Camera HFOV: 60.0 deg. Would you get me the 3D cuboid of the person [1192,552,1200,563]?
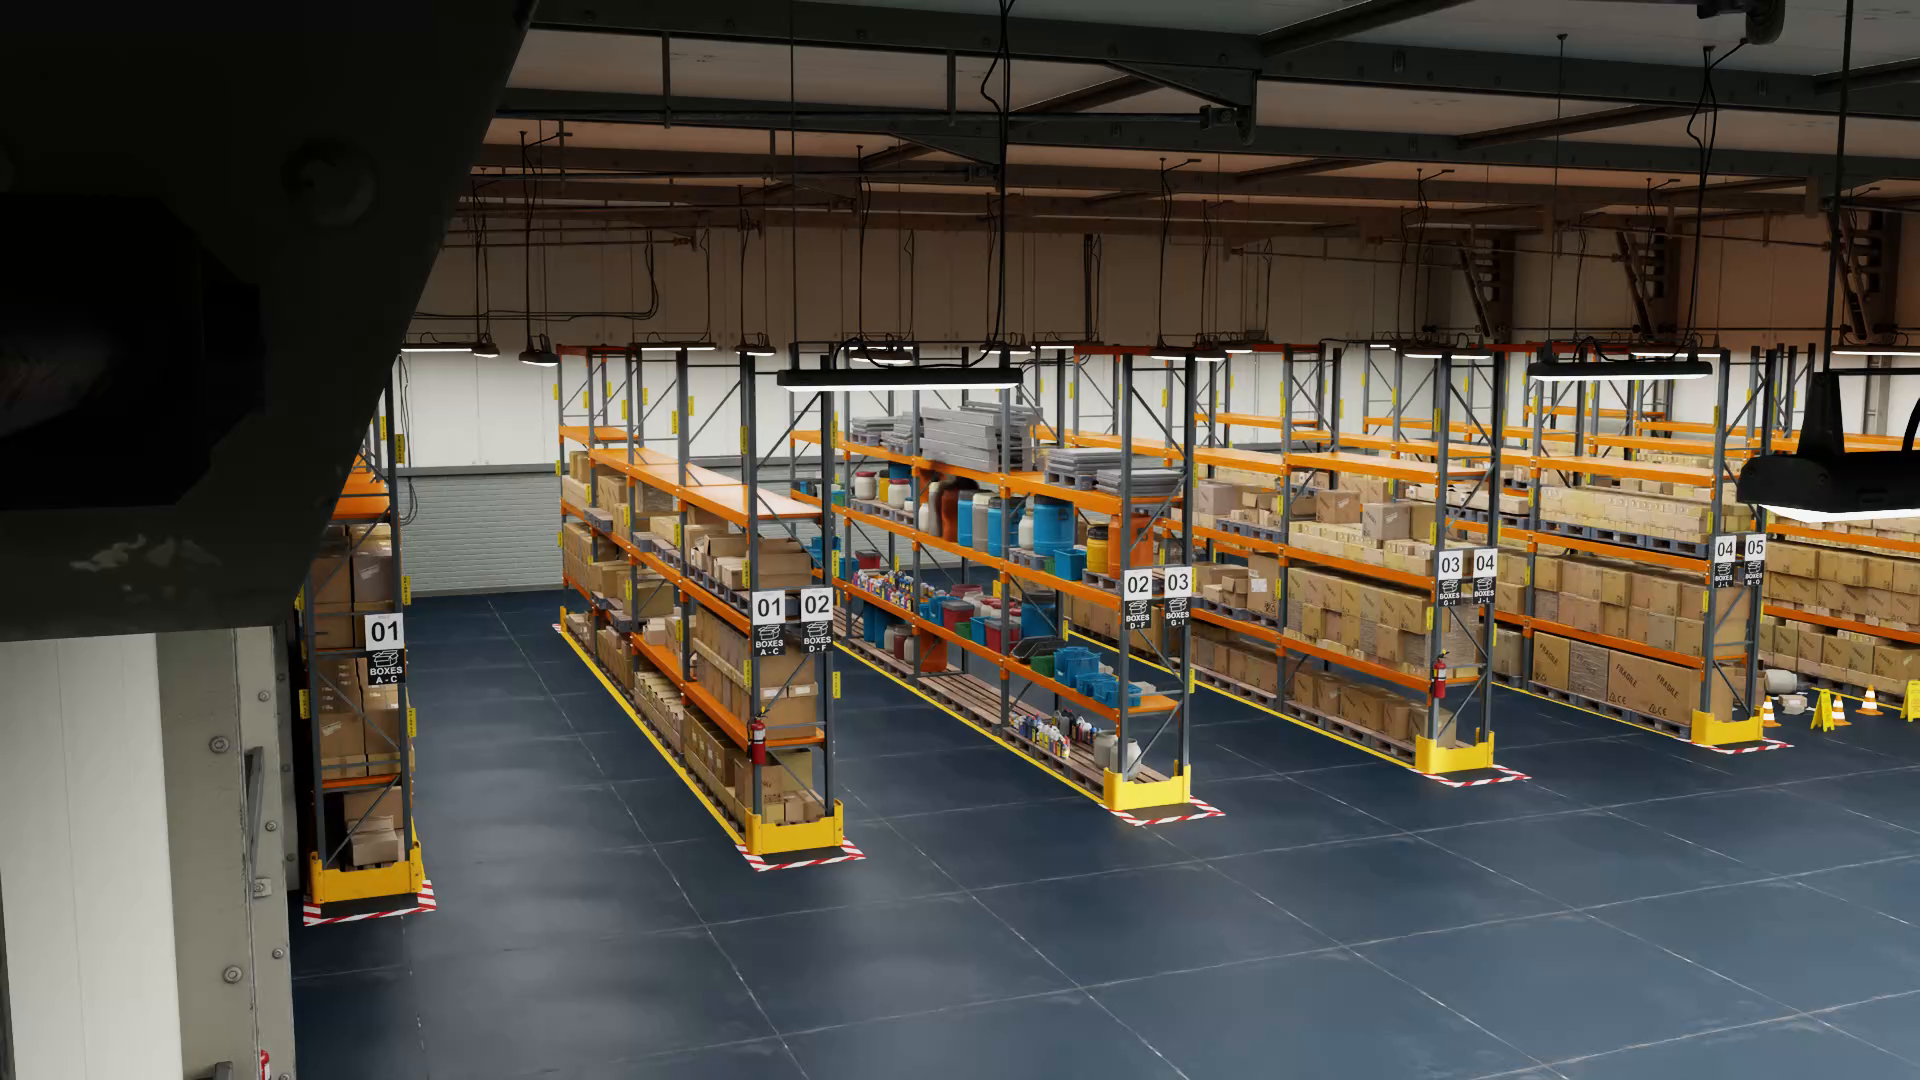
[{"bbox_3d":[4.857,1.098,34.604,0.517,1.768,0.986,-3,8,-21],"label":"person"}]
